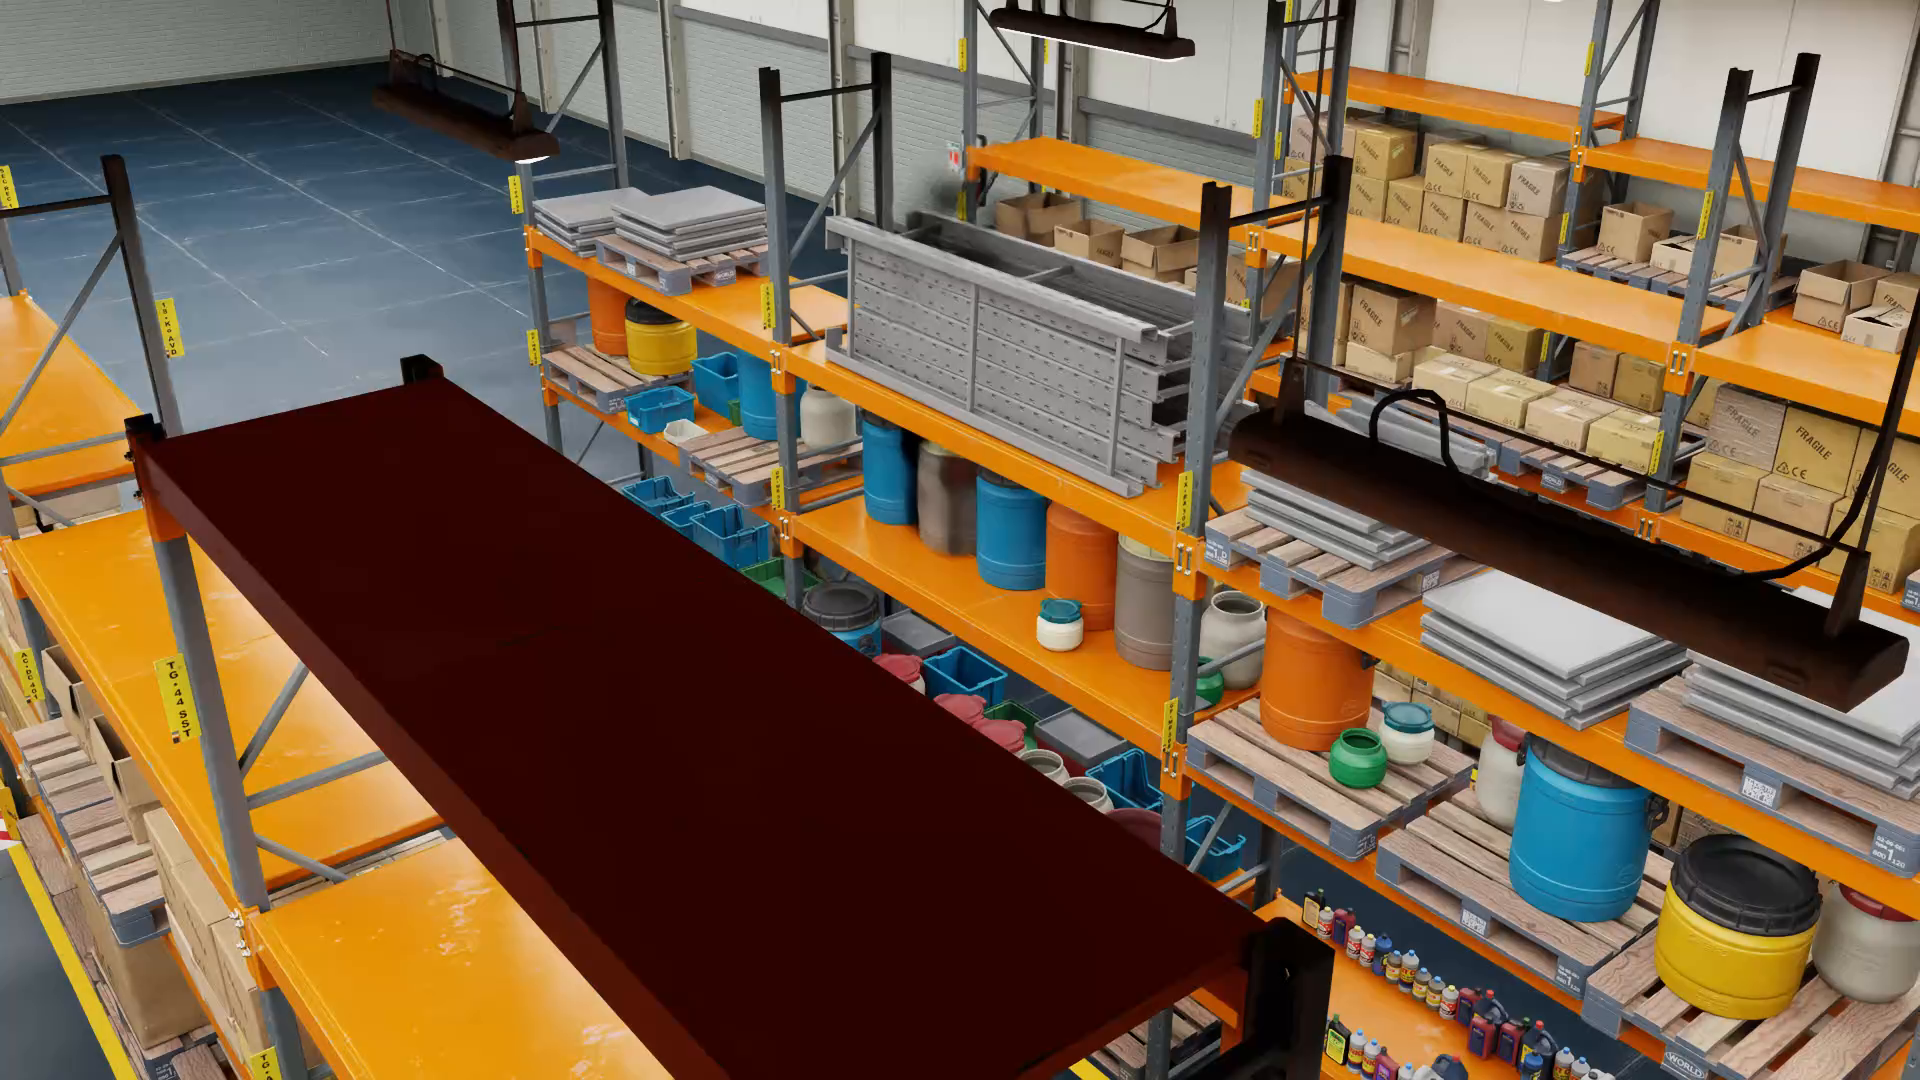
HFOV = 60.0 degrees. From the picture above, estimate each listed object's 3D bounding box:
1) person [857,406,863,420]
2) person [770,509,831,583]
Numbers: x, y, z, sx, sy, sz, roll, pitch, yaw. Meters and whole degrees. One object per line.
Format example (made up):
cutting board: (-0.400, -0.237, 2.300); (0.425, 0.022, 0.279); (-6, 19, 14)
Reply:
person: (-0.992, -1.800, 20.077); (0.674, 1.703, 0.577); (2, 26, 3)
person: (-1.565, -0.039, 16.265); (0.714, 1.755, 1.049); (-22, 34, -38)
